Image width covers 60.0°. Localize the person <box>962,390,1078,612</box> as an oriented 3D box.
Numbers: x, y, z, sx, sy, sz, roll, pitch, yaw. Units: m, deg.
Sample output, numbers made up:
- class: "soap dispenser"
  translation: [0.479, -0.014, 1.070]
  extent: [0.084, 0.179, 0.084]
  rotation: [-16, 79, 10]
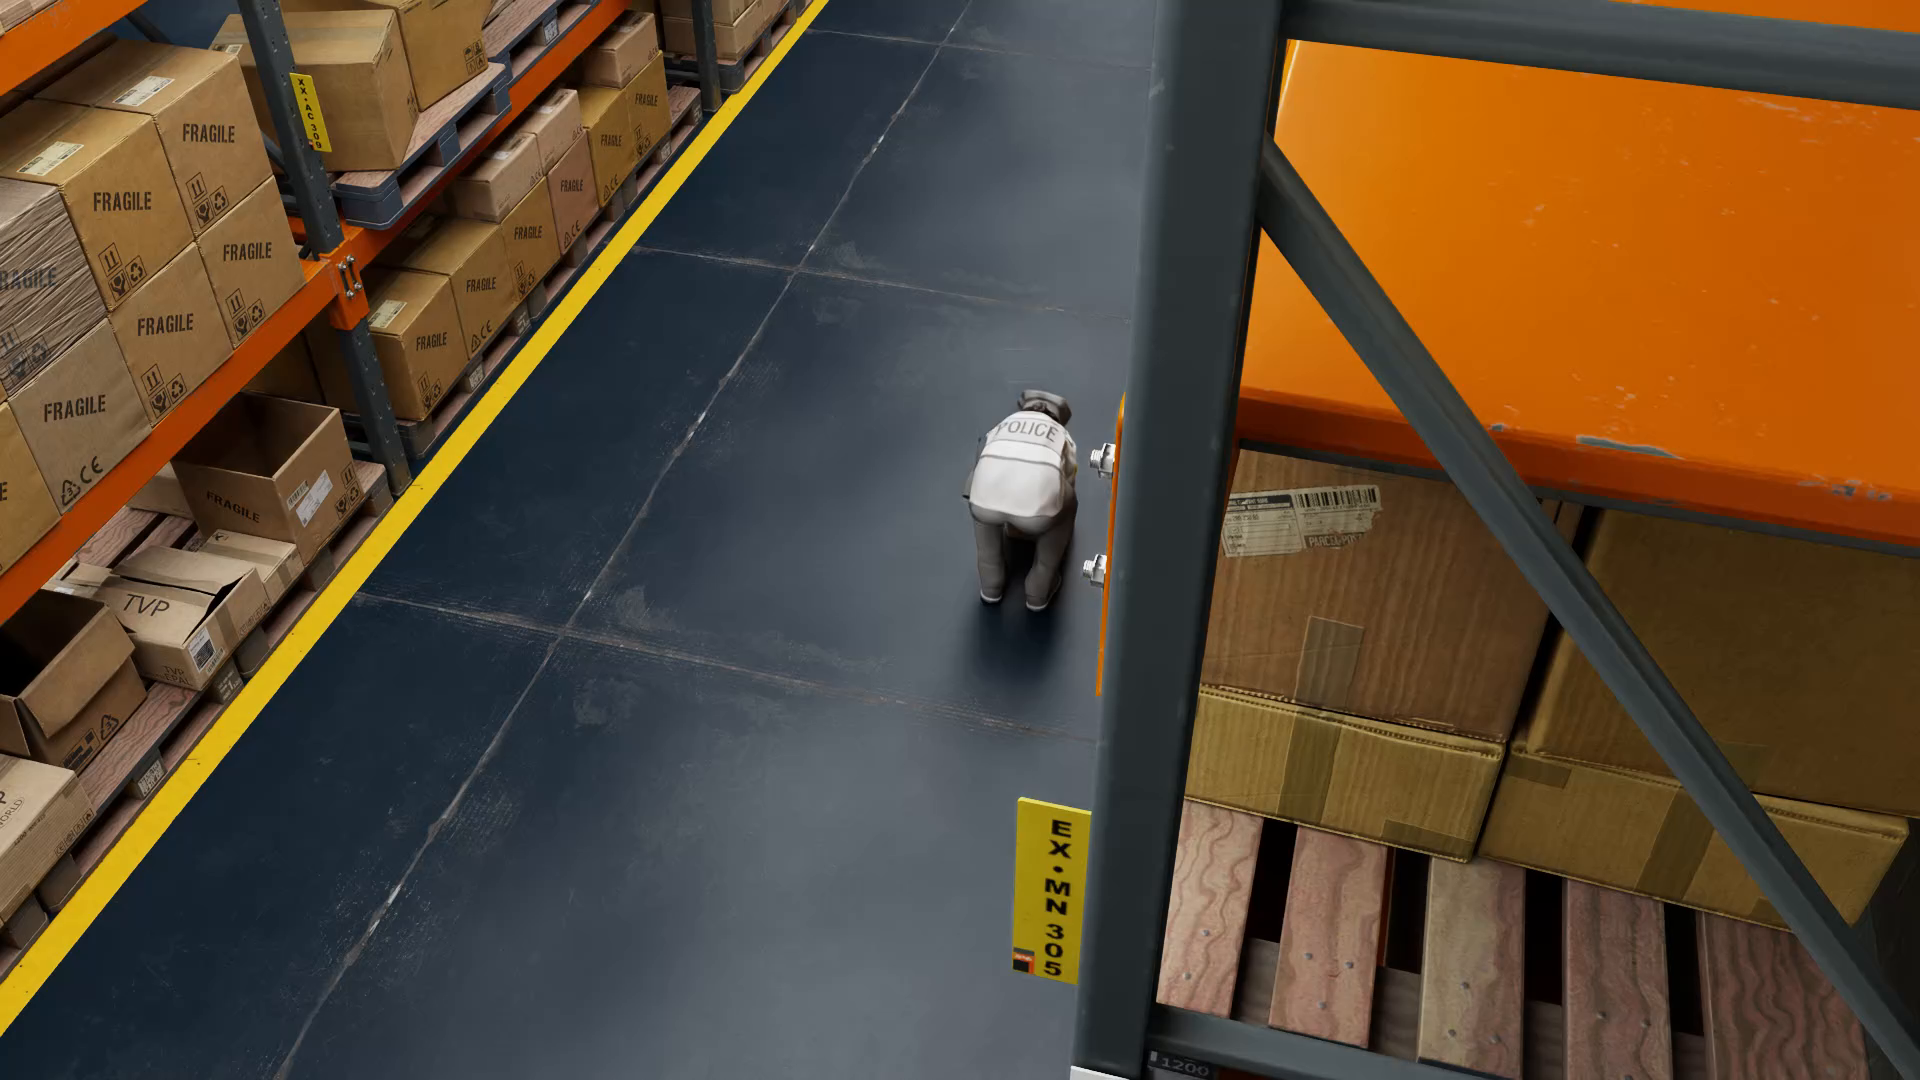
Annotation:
- class: "person"
  translation: [0.280, -0.182, 7.135]
  extent: [0.449, 0.868, 0.906]
  rotation: [8, 42, 9]
